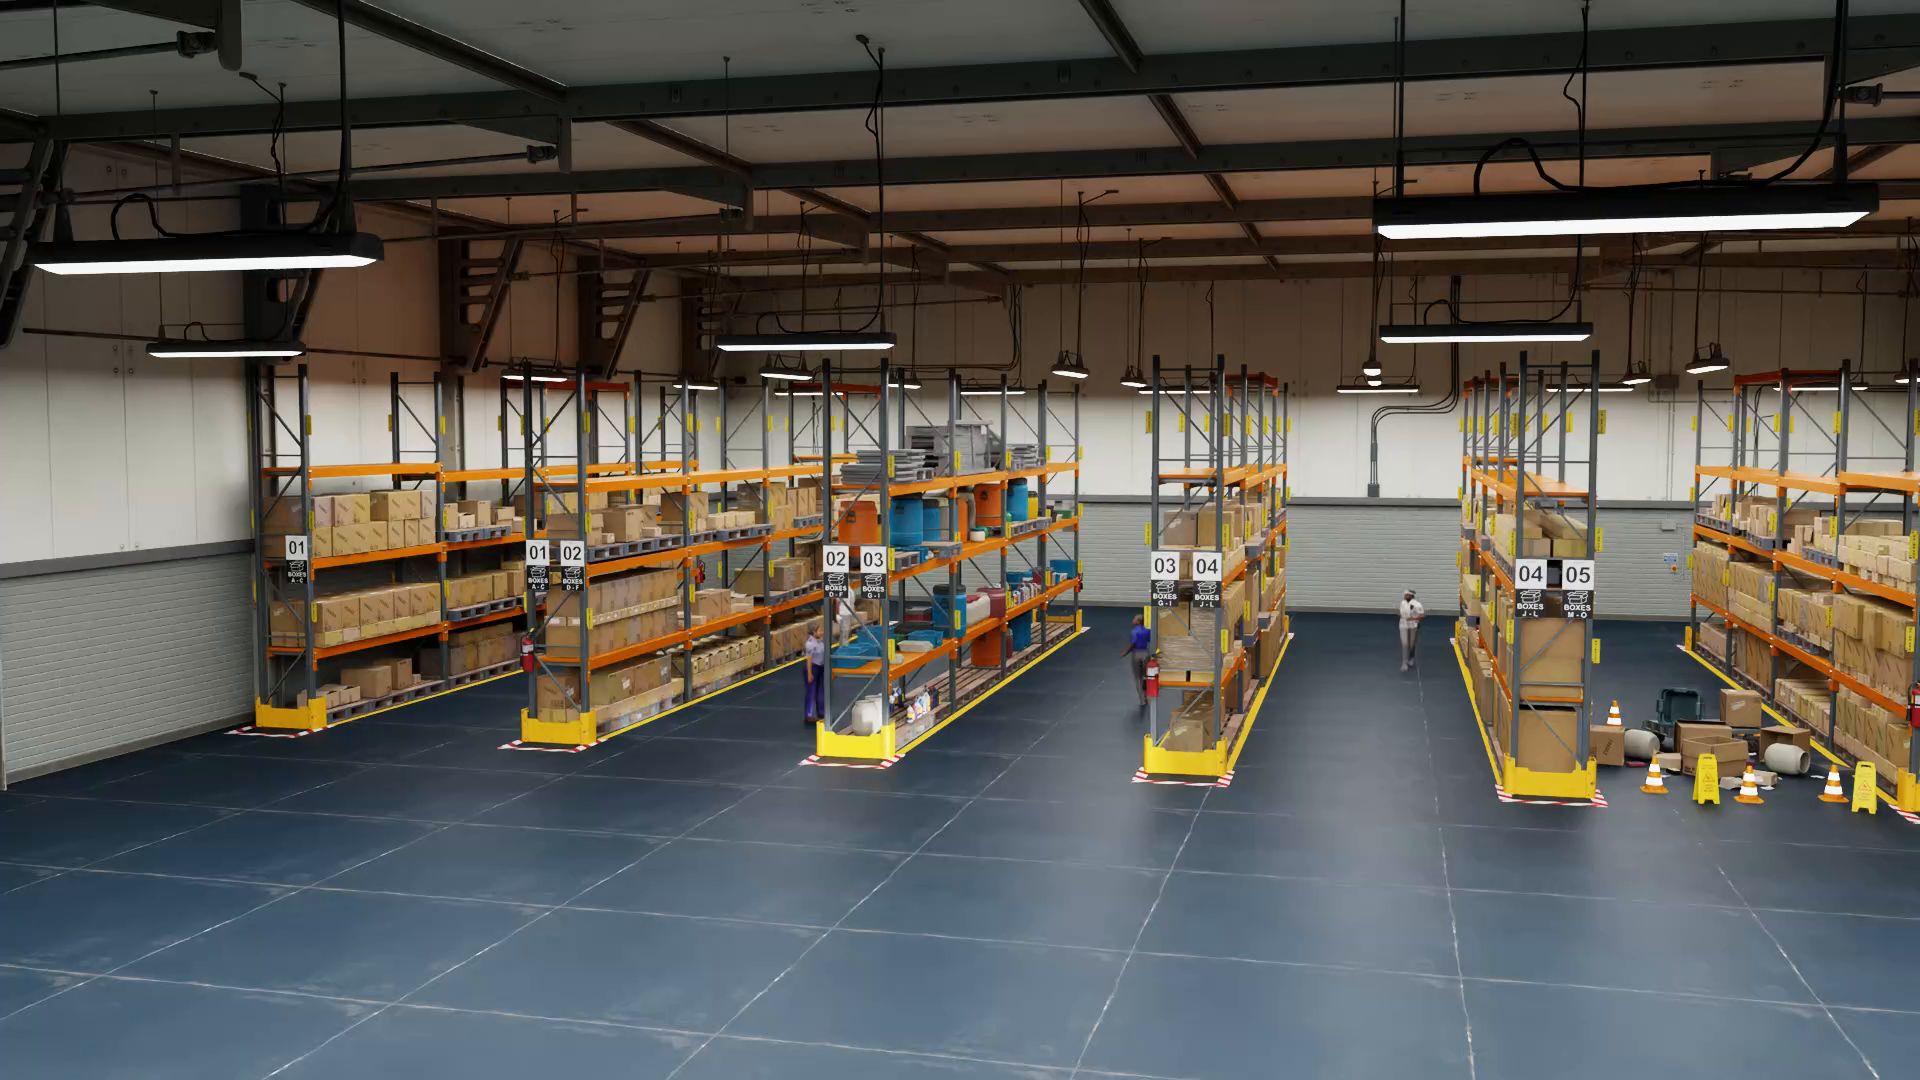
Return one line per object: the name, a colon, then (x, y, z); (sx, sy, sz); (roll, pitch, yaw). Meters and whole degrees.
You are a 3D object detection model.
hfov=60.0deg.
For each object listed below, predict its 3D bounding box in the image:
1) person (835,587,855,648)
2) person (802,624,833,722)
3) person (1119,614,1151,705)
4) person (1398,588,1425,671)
person: (-2.371, 1.620, 35.414); (0.517, 1.802, 0.589); (1, 4, 19)
person: (-2.427, 2.244, 28.089); (0.442, 1.662, 0.498); (1, 4, 20)
person: (3.222, 2.183, 29.817); (0.579, 1.699, 0.532); (-2, 4, -22)
person: (9.220, 1.796, 33.996); (0.535, 1.646, 1.028); (1, 4, 17)
